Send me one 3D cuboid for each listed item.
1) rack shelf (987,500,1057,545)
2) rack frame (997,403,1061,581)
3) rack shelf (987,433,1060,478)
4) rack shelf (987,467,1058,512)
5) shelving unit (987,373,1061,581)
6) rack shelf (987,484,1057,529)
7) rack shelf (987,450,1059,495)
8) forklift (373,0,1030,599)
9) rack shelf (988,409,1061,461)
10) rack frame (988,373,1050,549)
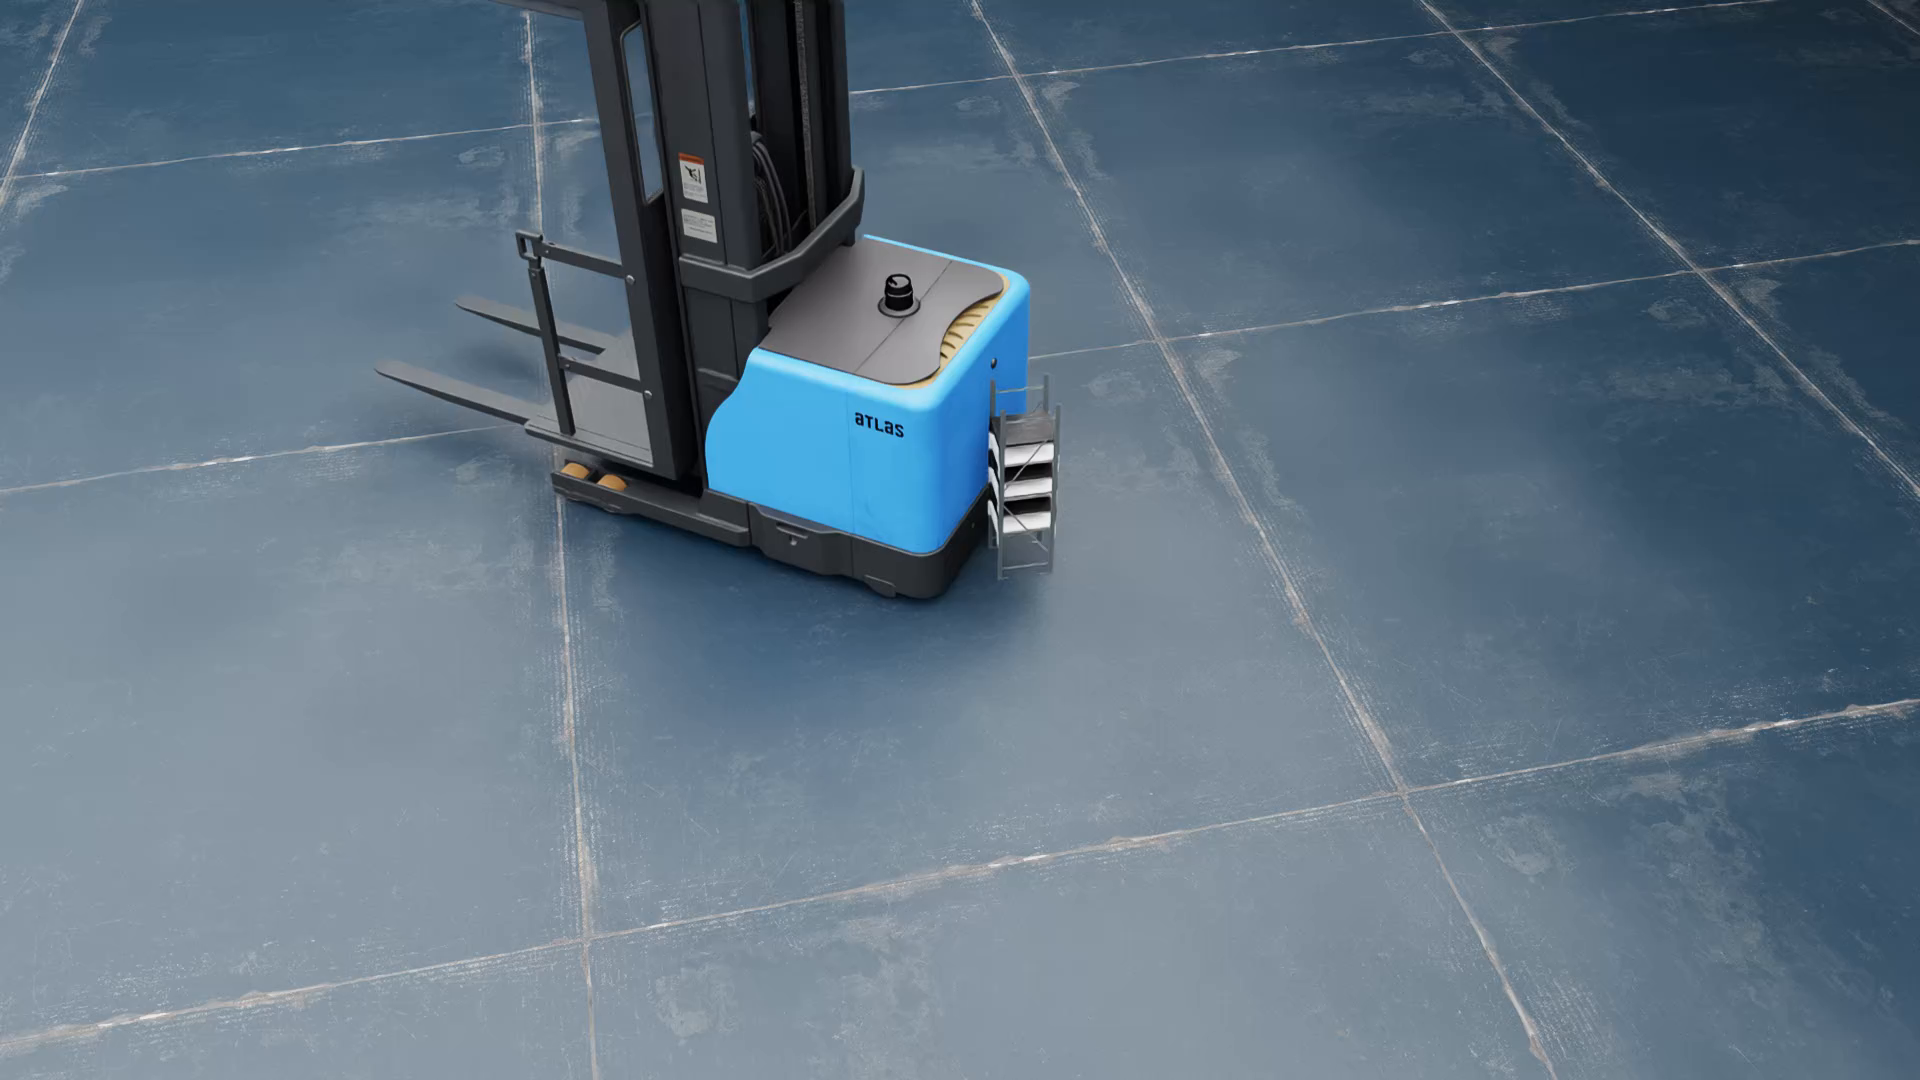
[{"bbox_3d":[0.257,-0.088,6.992,0.258,0.077,0.200,-7,42,-8],"label":"rack shelf"},{"bbox_3d":[0.276,-0.181,6.776,0.240,0.900,0.006,-7,42,-8],"label":"rack frame"},{"bbox_3d":[0.257,-0.357,6.754,0.258,0.077,0.200,-7,42,-8],"label":"rack shelf"},{"bbox_3d":[0.257,-0.223,6.873,0.258,0.077,0.200,-7,42,-8],"label":"rack shelf"},{"bbox_3d":[0.257,-0.247,6.851,0.258,0.900,0.210,-7,42,-8],"label":"shelving unit"},{"bbox_3d":[0.257,-0.155,6.933,0.258,0.077,0.200,-7,42,-8],"label":"rack shelf"},{"bbox_3d":[0.257,-0.290,6.813,0.258,0.077,0.200,-7,42,-8],"label":"rack shelf"},{"bbox_3d":[-1.255,-1.517,6.751,3.031,2.935,1.130,17,44,18],"label":"forklift"},{"bbox_3d":[0.257,-0.424,6.694,0.258,0.077,0.200,-7,42,-8],"label":"rack shelf"},{"bbox_3d":[0.239,-0.314,6.926,0.240,0.900,0.006,-7,42,-8],"label":"rack frame"}]
